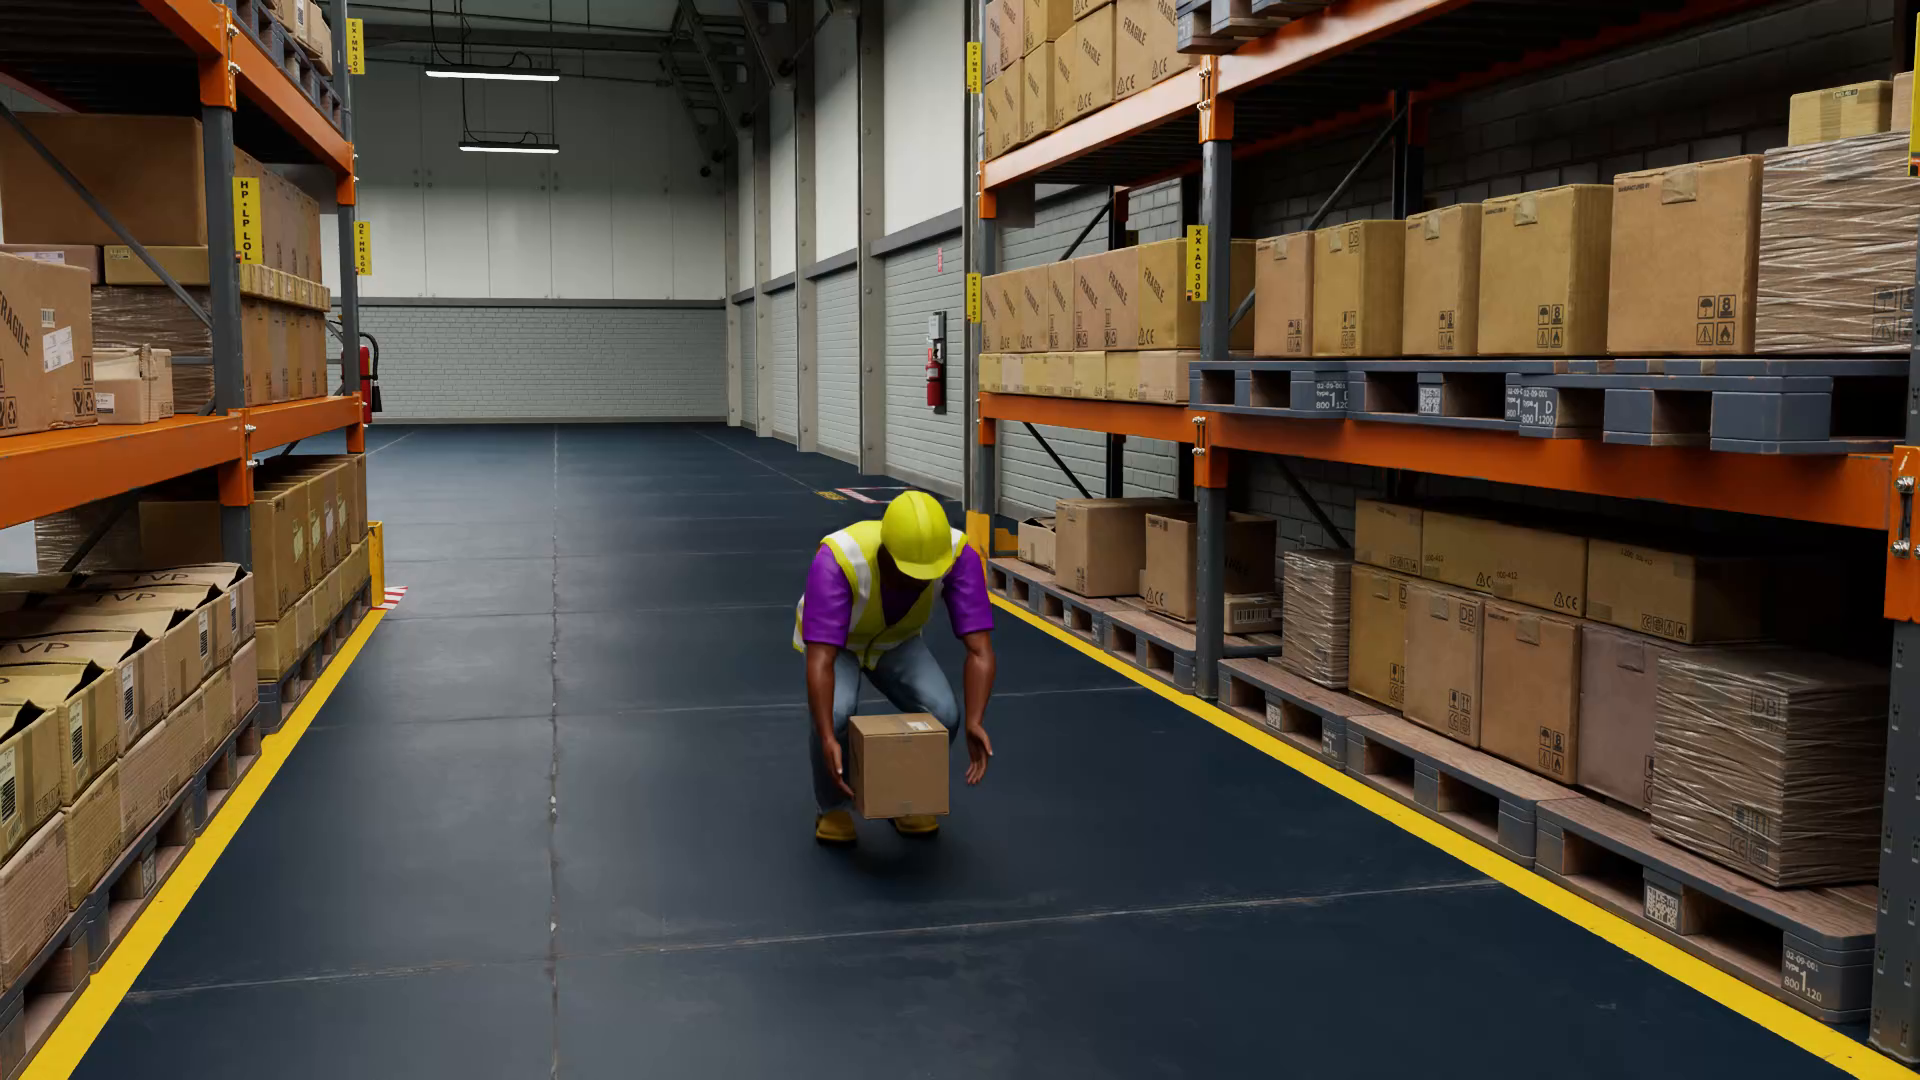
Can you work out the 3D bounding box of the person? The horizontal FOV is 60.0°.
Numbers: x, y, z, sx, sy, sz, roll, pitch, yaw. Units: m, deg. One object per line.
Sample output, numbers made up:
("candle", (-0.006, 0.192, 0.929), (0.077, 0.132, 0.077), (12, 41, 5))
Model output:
("person", (-0.220, 0.385, 5.243), (0.607, 1.133, 0.856), (-2, 6, -14))
